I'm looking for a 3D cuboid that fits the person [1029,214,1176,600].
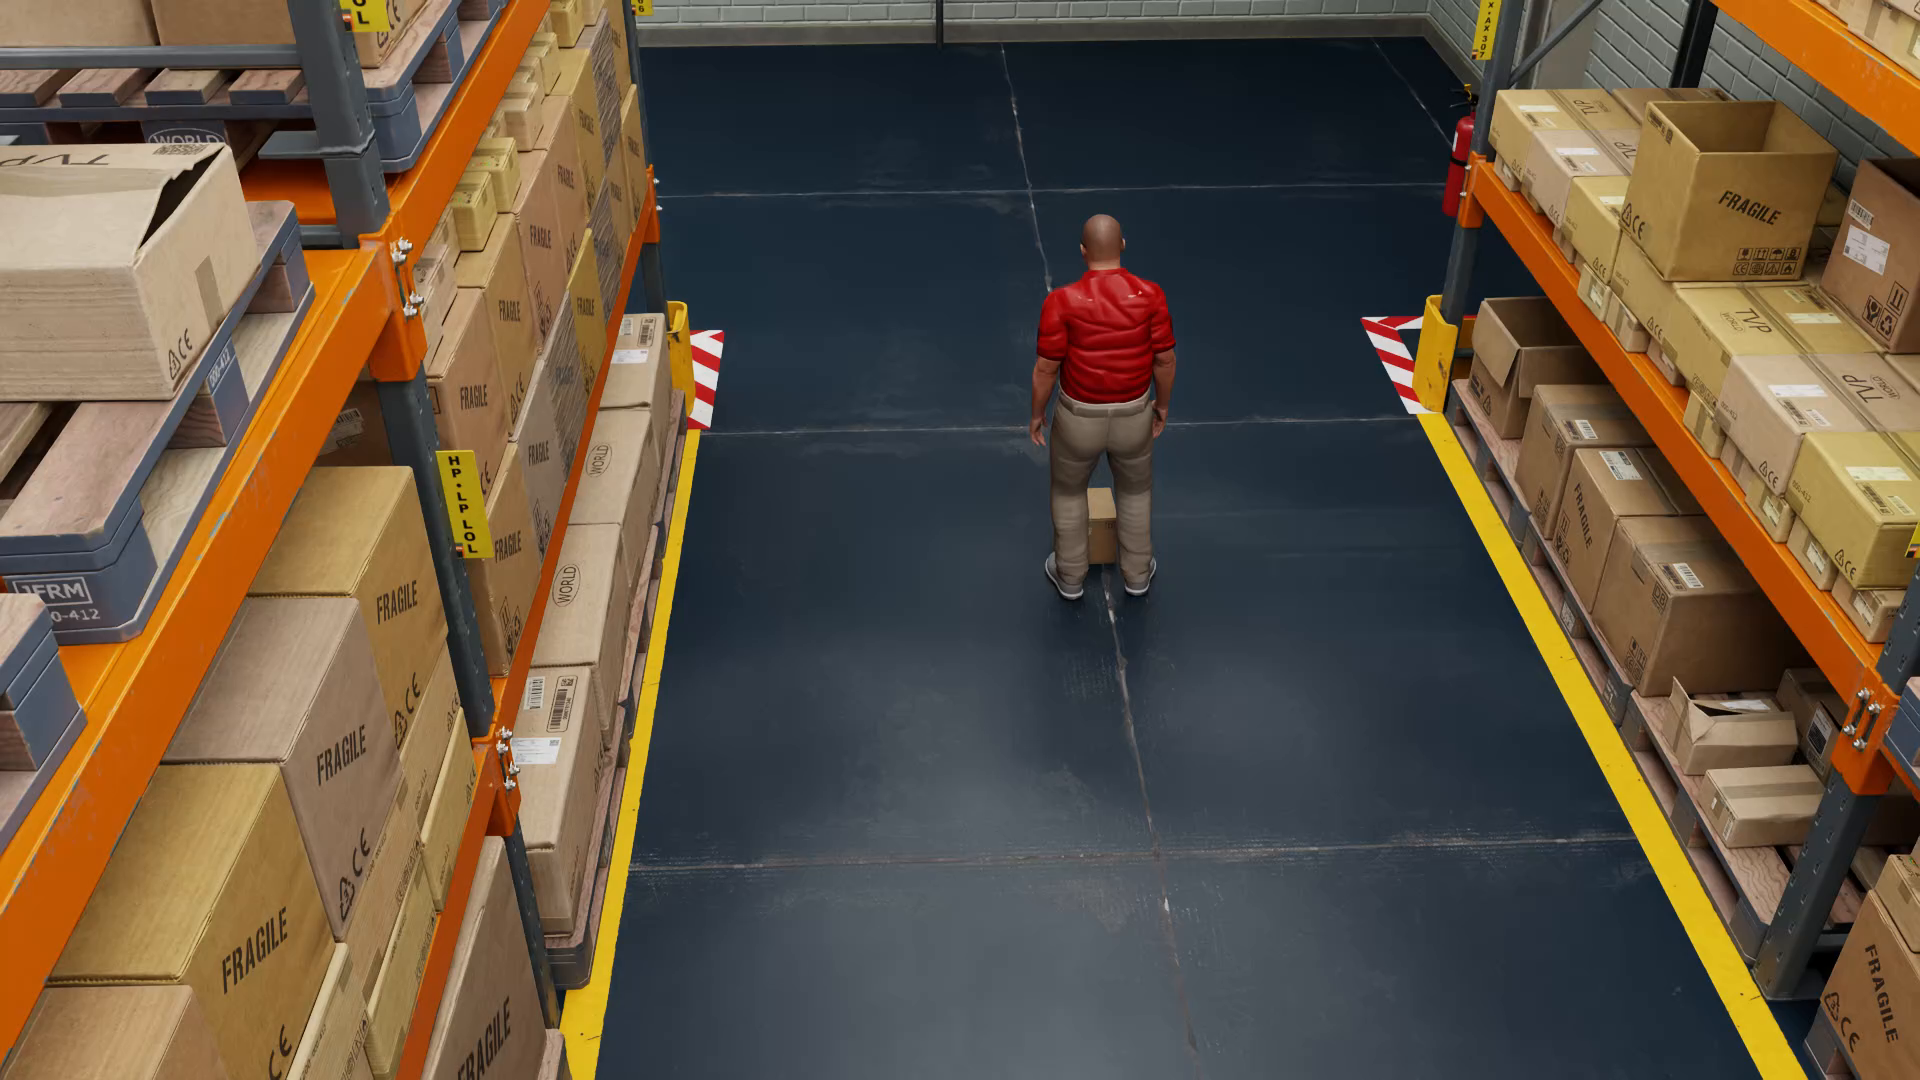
[{"bbox_3d":[0.589,-0.520,6.898,0.606,1.727,0.384,-3,35,-5],"label":"person"}]
